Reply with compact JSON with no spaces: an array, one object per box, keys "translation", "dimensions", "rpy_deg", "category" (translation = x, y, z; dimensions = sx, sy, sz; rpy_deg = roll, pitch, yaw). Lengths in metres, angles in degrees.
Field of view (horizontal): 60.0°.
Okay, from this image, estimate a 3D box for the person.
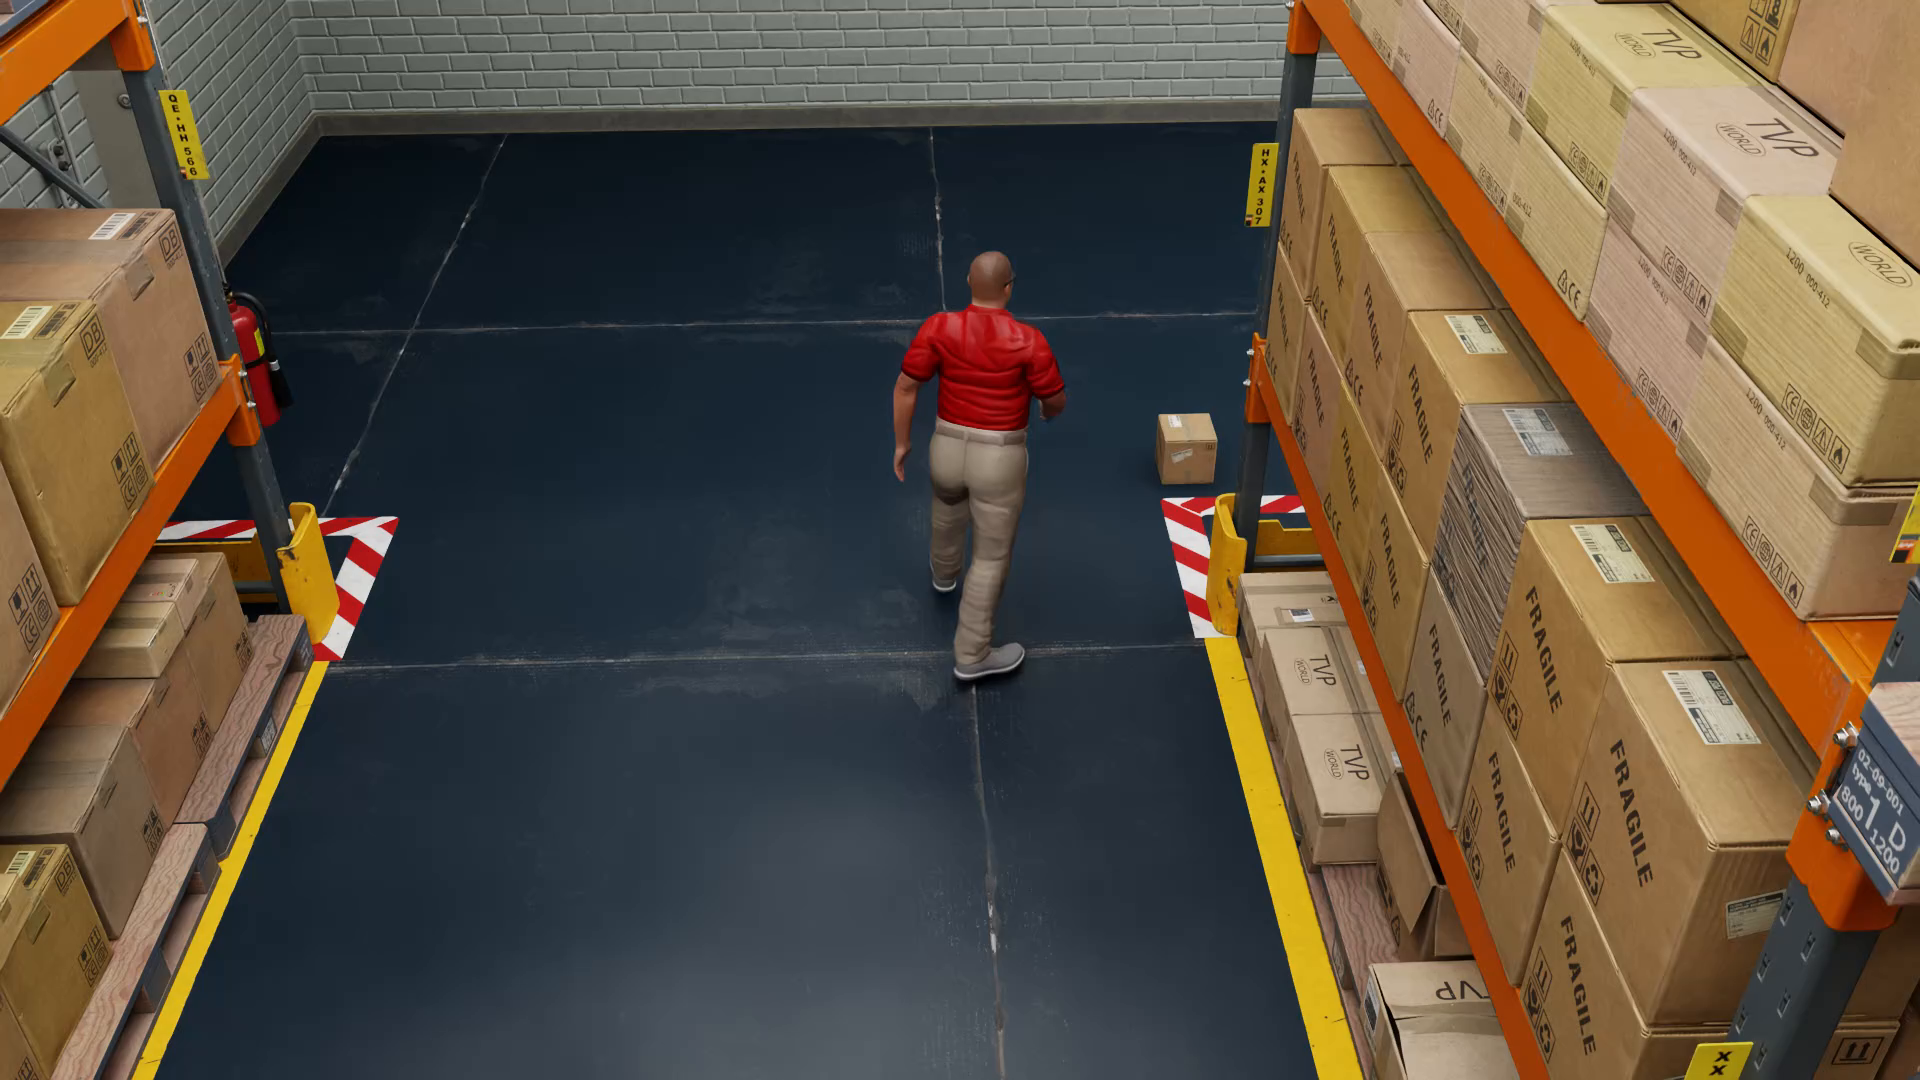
[{"translation":[0.047,-0.339,6.666],"dimensions":[0.702,1.660,0.837],"rpy_deg":[15,38,20],"category":"person"}]
